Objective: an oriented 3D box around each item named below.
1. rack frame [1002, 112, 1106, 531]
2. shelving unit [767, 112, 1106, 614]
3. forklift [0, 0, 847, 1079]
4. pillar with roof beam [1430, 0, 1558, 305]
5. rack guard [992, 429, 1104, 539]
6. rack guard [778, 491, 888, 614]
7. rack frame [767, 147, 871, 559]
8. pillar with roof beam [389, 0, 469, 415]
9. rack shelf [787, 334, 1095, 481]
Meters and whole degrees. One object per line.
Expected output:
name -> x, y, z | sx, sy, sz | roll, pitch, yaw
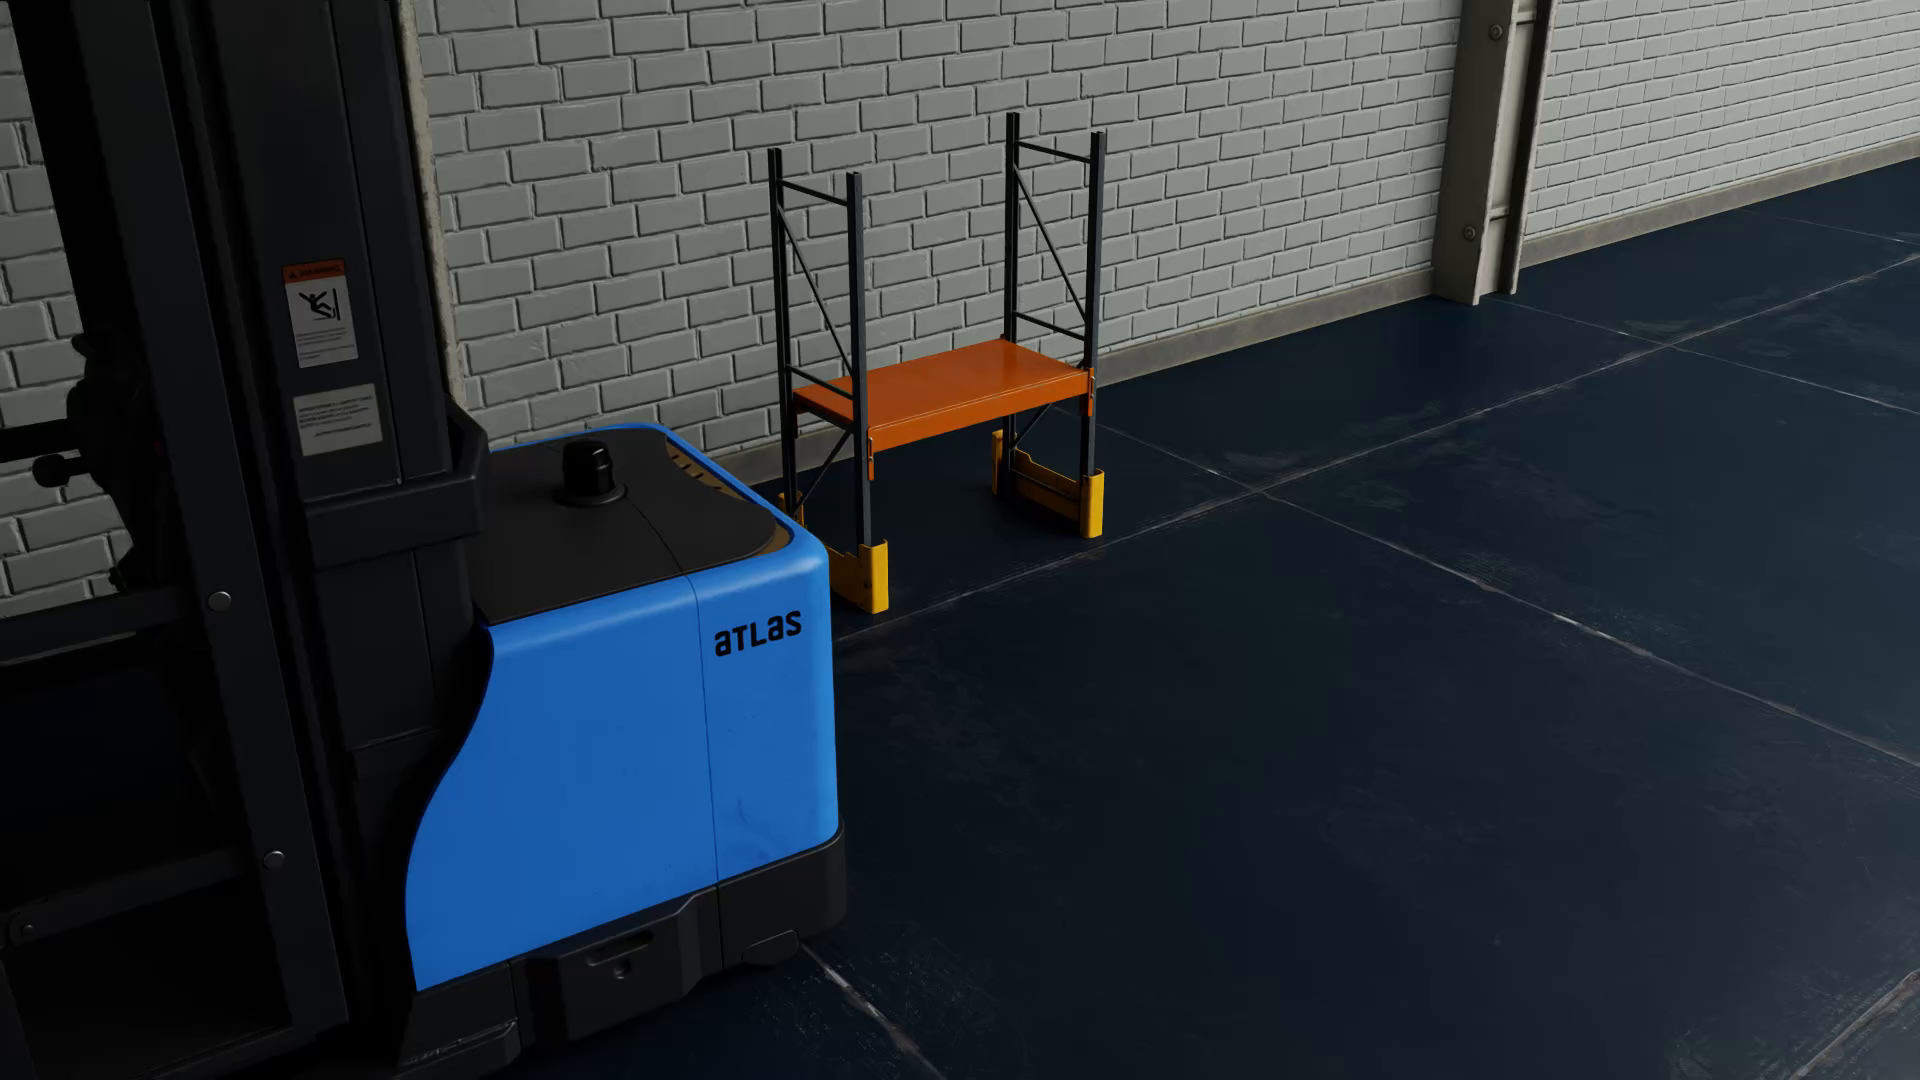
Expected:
rack frame -> 0.333, -0.790, 6.171 | 0.032, 1.500, 0.500 | -18, 31, -34
shelving unit -> -0.060, -0.661, 5.892 | 1.083, 1.500, 0.587 | -18, 31, -34
forklift -> -1.793, -0.178, 3.153 | 3.031, 2.935, 1.130 | -15, 29, -30
pillar with roof beam -> 5.485, -4.025, 4.233 | 0.400, 9.000, 9.100 | -18, 31, -34
rack guard -> 0.332, -0.223, 6.433 | 0.087, 0.250, 0.587 | -18, 31, -34
rack guard -> -0.452, 0.036, 5.876 | 0.087, 0.250, 0.587 | -18, 31, -34
rack frame -> -0.467, -0.526, 5.602 | 0.032, 1.500, 0.500 | -18, 31, -34
pillar with roof beam -> 0.764, -2.466, 0.874 | 0.400, 9.000, 9.100 | -18, 31, -34
rack shelf -> -0.067, -0.495, 5.962 | 1.000, 0.185, 0.538 | -18, 31, -34
